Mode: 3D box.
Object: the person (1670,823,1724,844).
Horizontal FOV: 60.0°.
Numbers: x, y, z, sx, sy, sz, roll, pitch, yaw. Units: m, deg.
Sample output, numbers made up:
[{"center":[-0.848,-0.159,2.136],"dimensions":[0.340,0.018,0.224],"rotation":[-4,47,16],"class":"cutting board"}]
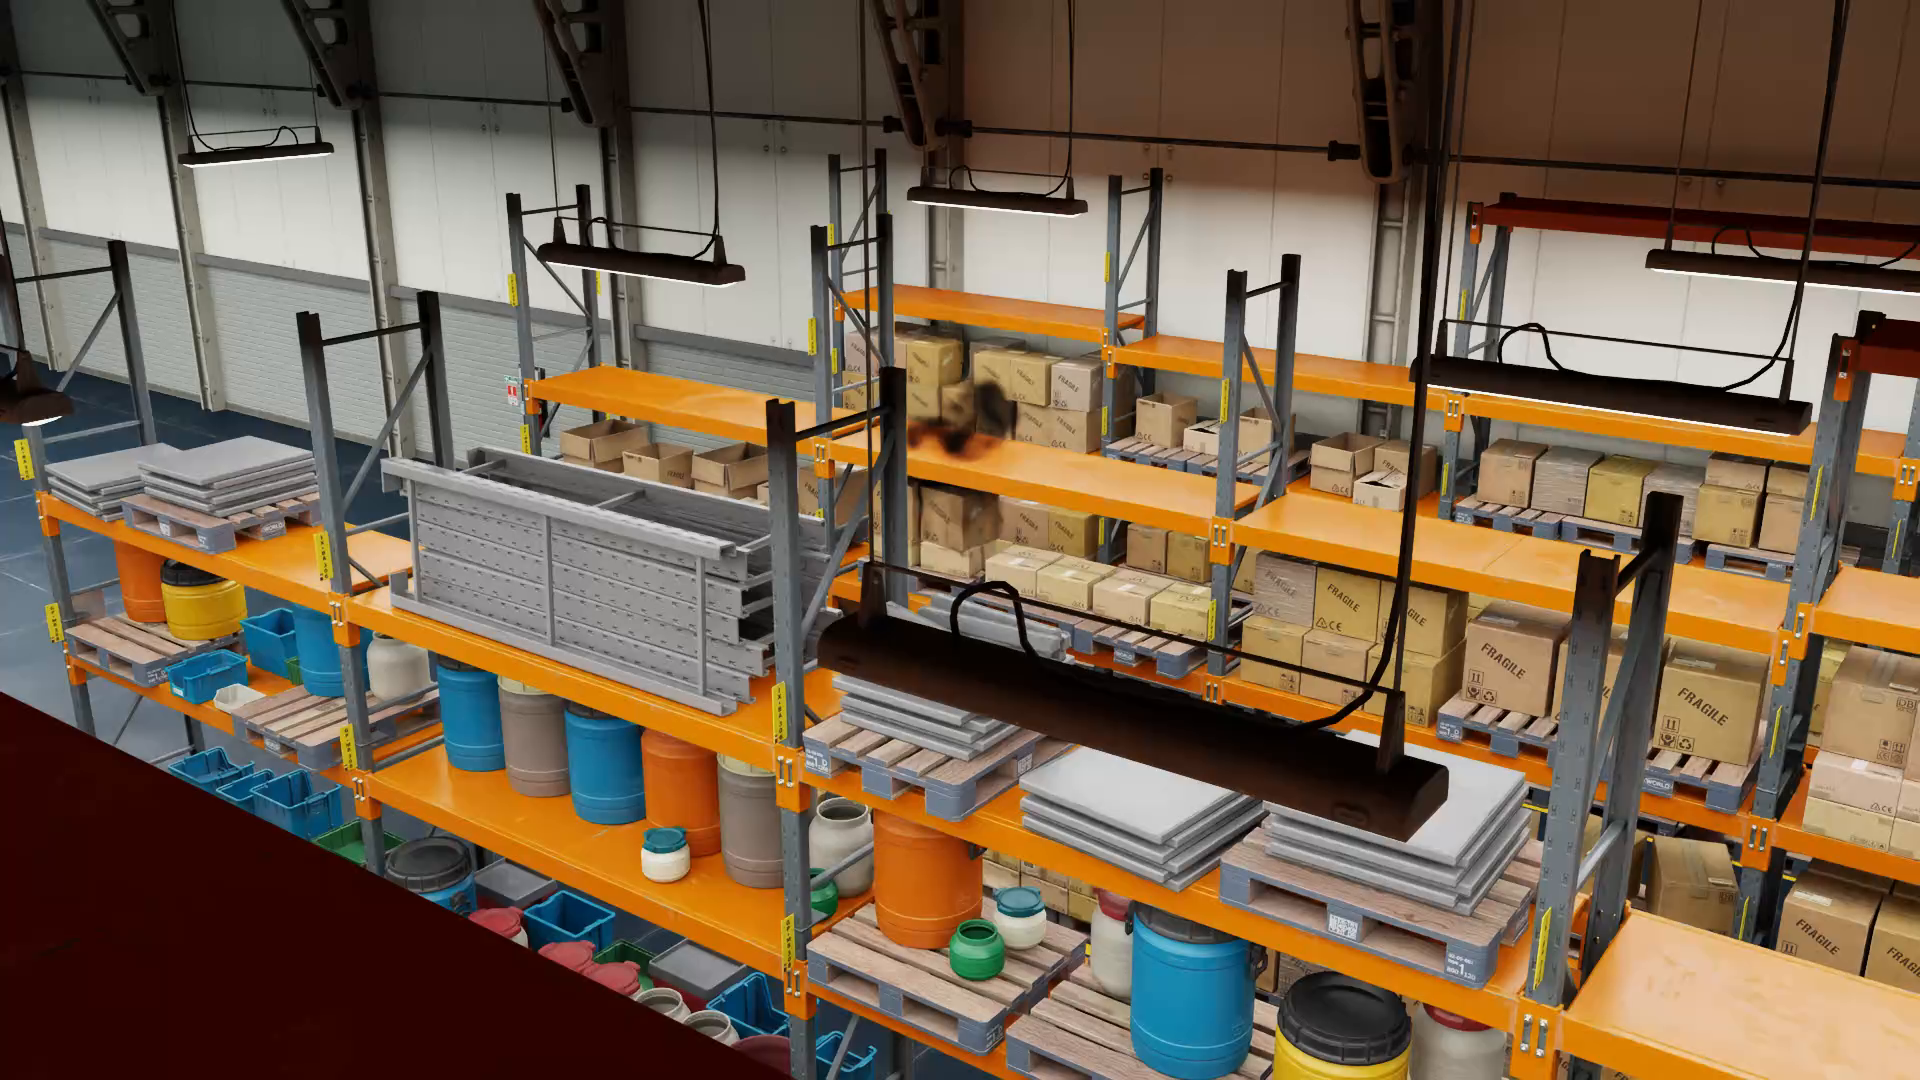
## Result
[{"center":[6.460,2.633,14.456],"dimensions":[0.801,1.841,0.682],"rotation":[11,22,30],"class":"person"}]
